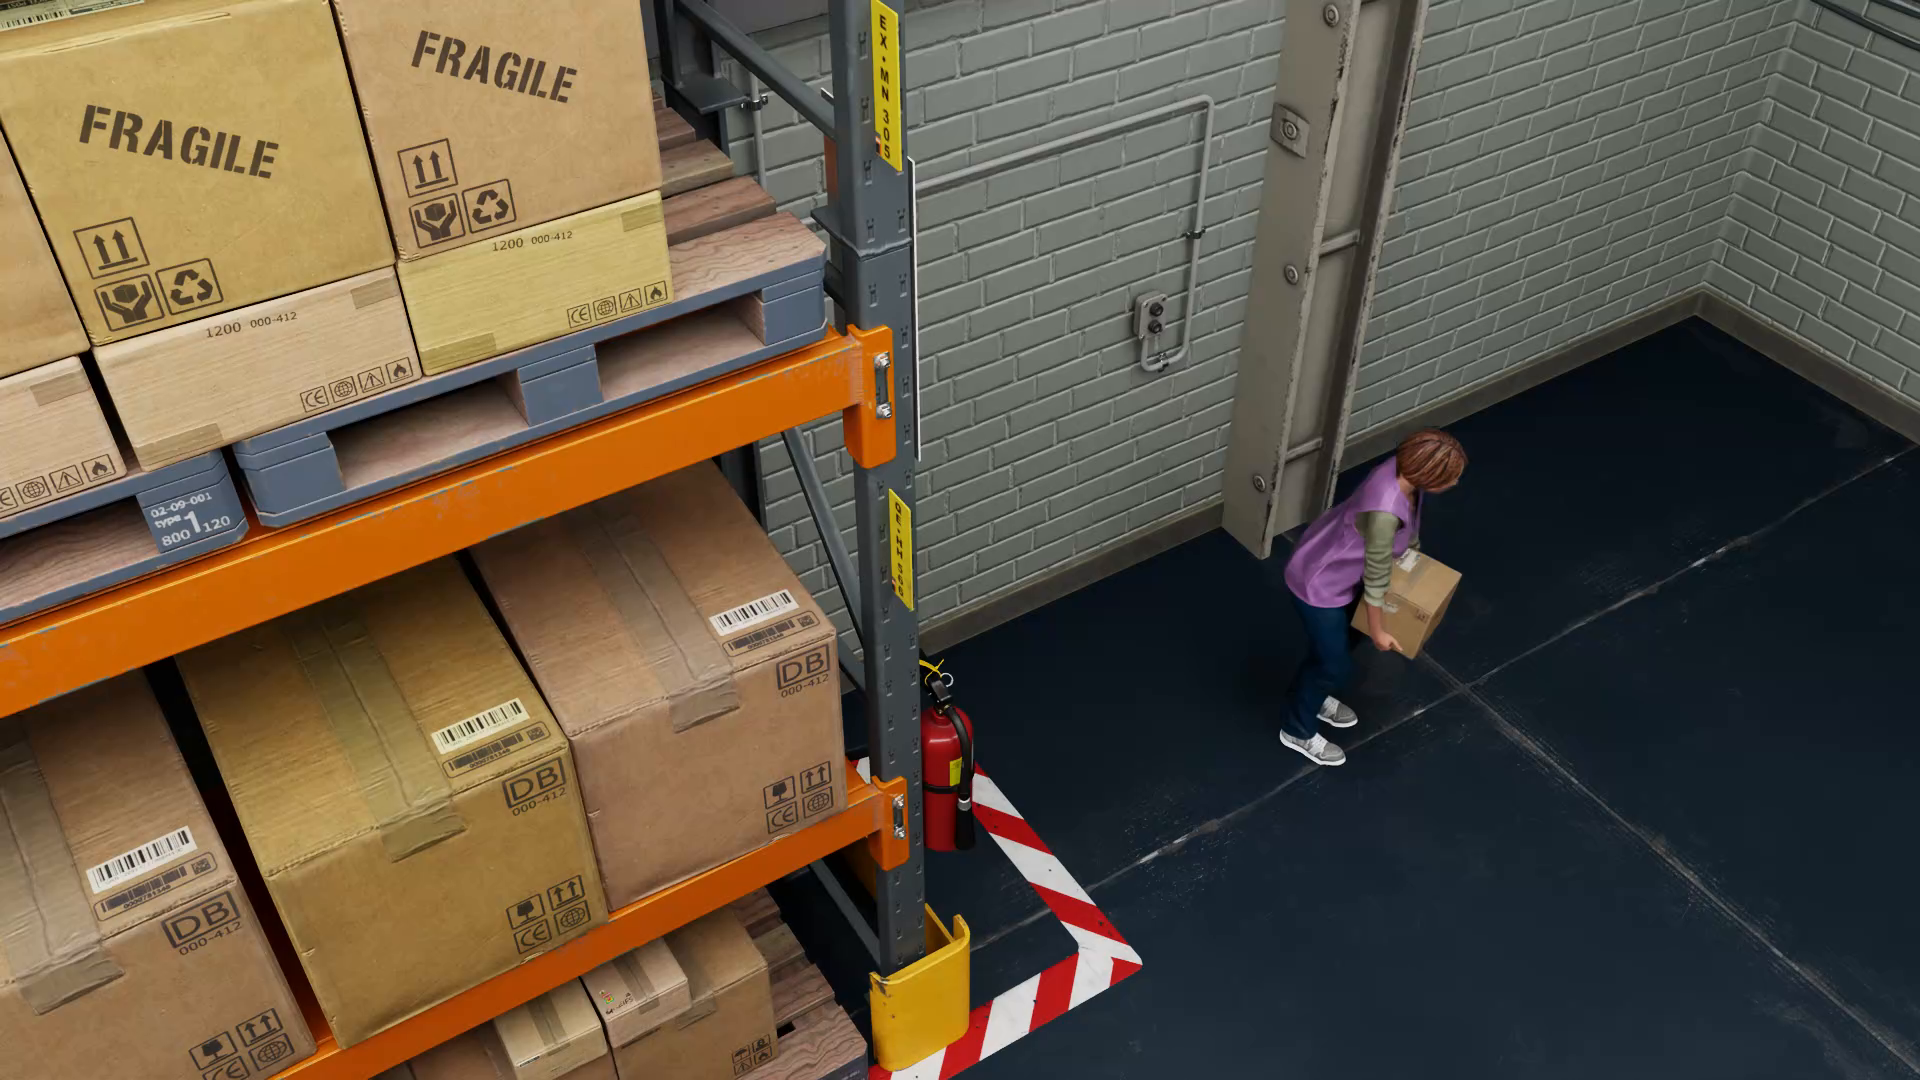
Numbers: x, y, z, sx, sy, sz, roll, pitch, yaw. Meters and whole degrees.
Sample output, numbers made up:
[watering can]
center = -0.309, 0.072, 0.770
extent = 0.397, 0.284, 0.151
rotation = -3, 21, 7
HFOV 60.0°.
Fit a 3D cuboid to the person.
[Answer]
[person]
center = 1.428, 0.191, 6.000
extent = 0.522, 1.536, 0.378
rotation = 20, 45, 21
